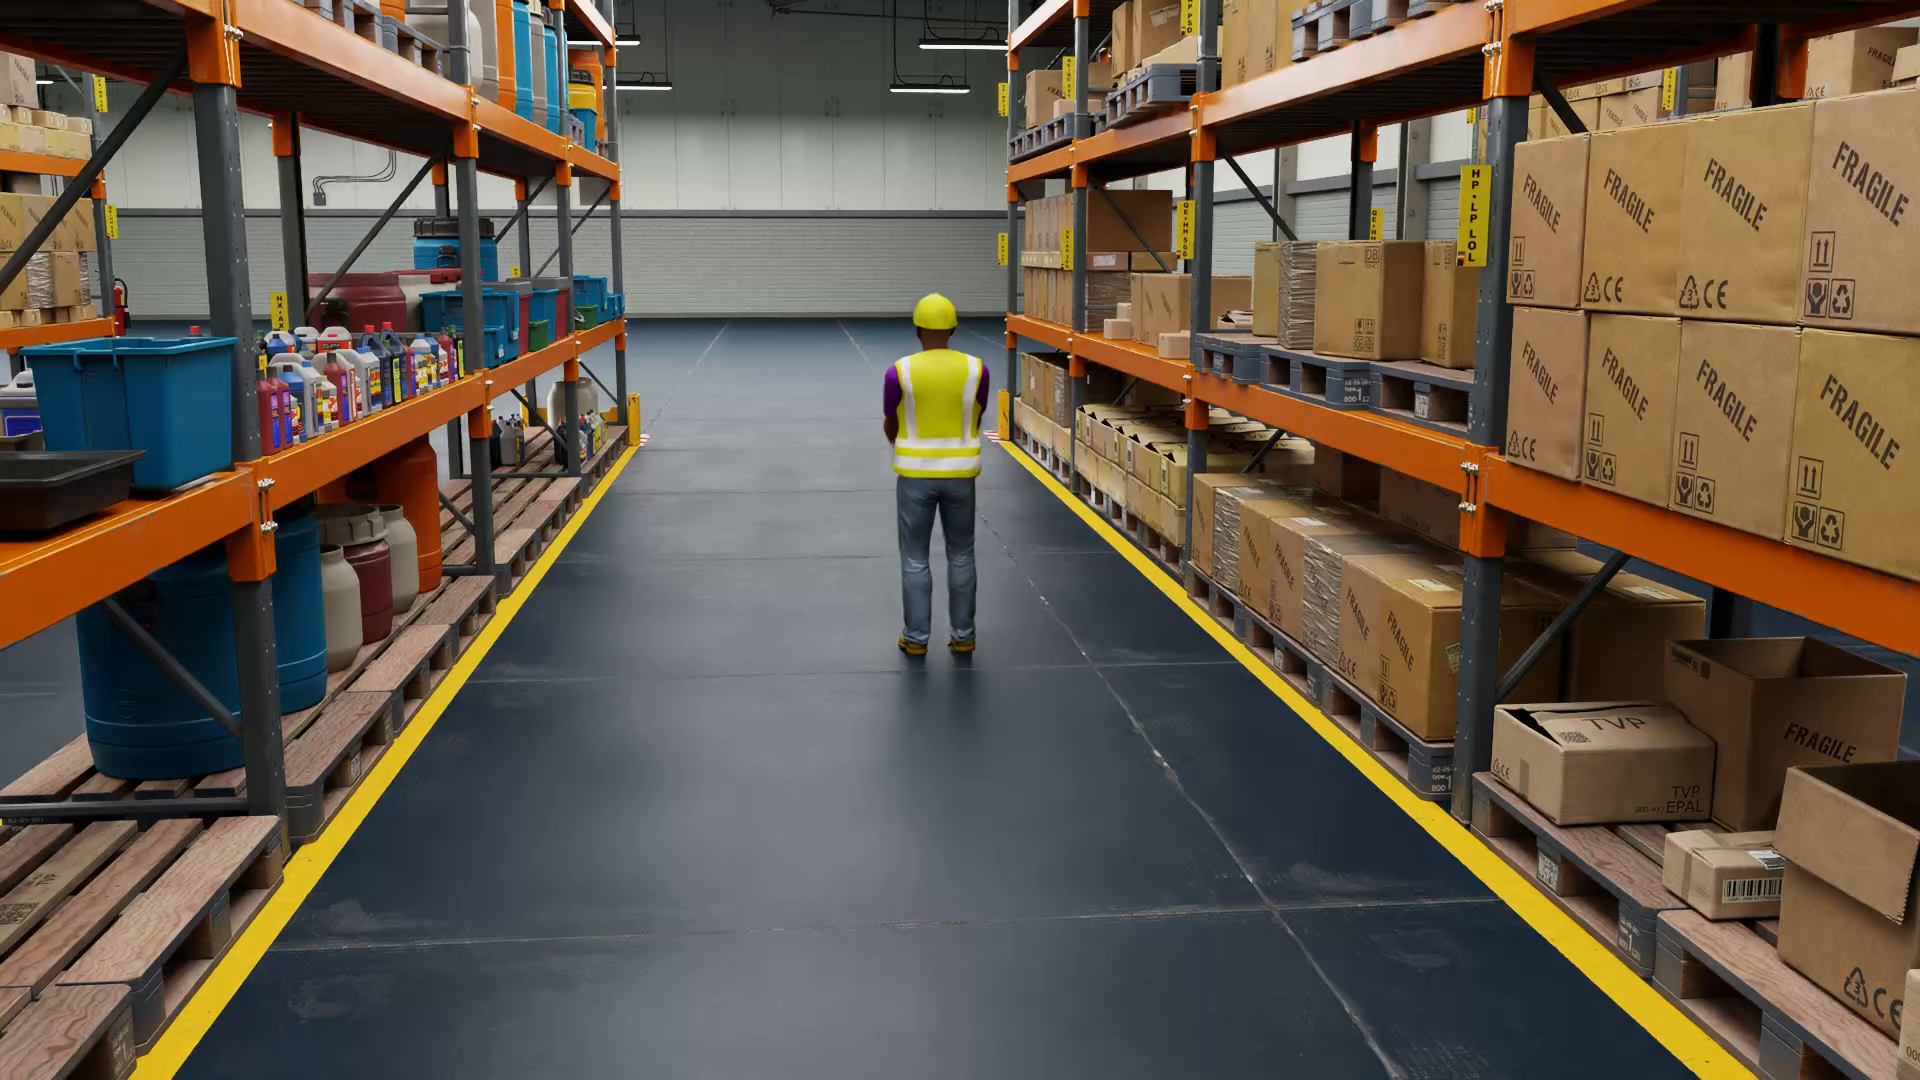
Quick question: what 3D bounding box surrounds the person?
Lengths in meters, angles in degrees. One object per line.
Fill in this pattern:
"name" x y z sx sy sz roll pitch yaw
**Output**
"person" -0.138 -0.310 8.214 0.513 1.730 0.573 -2 10 -10
